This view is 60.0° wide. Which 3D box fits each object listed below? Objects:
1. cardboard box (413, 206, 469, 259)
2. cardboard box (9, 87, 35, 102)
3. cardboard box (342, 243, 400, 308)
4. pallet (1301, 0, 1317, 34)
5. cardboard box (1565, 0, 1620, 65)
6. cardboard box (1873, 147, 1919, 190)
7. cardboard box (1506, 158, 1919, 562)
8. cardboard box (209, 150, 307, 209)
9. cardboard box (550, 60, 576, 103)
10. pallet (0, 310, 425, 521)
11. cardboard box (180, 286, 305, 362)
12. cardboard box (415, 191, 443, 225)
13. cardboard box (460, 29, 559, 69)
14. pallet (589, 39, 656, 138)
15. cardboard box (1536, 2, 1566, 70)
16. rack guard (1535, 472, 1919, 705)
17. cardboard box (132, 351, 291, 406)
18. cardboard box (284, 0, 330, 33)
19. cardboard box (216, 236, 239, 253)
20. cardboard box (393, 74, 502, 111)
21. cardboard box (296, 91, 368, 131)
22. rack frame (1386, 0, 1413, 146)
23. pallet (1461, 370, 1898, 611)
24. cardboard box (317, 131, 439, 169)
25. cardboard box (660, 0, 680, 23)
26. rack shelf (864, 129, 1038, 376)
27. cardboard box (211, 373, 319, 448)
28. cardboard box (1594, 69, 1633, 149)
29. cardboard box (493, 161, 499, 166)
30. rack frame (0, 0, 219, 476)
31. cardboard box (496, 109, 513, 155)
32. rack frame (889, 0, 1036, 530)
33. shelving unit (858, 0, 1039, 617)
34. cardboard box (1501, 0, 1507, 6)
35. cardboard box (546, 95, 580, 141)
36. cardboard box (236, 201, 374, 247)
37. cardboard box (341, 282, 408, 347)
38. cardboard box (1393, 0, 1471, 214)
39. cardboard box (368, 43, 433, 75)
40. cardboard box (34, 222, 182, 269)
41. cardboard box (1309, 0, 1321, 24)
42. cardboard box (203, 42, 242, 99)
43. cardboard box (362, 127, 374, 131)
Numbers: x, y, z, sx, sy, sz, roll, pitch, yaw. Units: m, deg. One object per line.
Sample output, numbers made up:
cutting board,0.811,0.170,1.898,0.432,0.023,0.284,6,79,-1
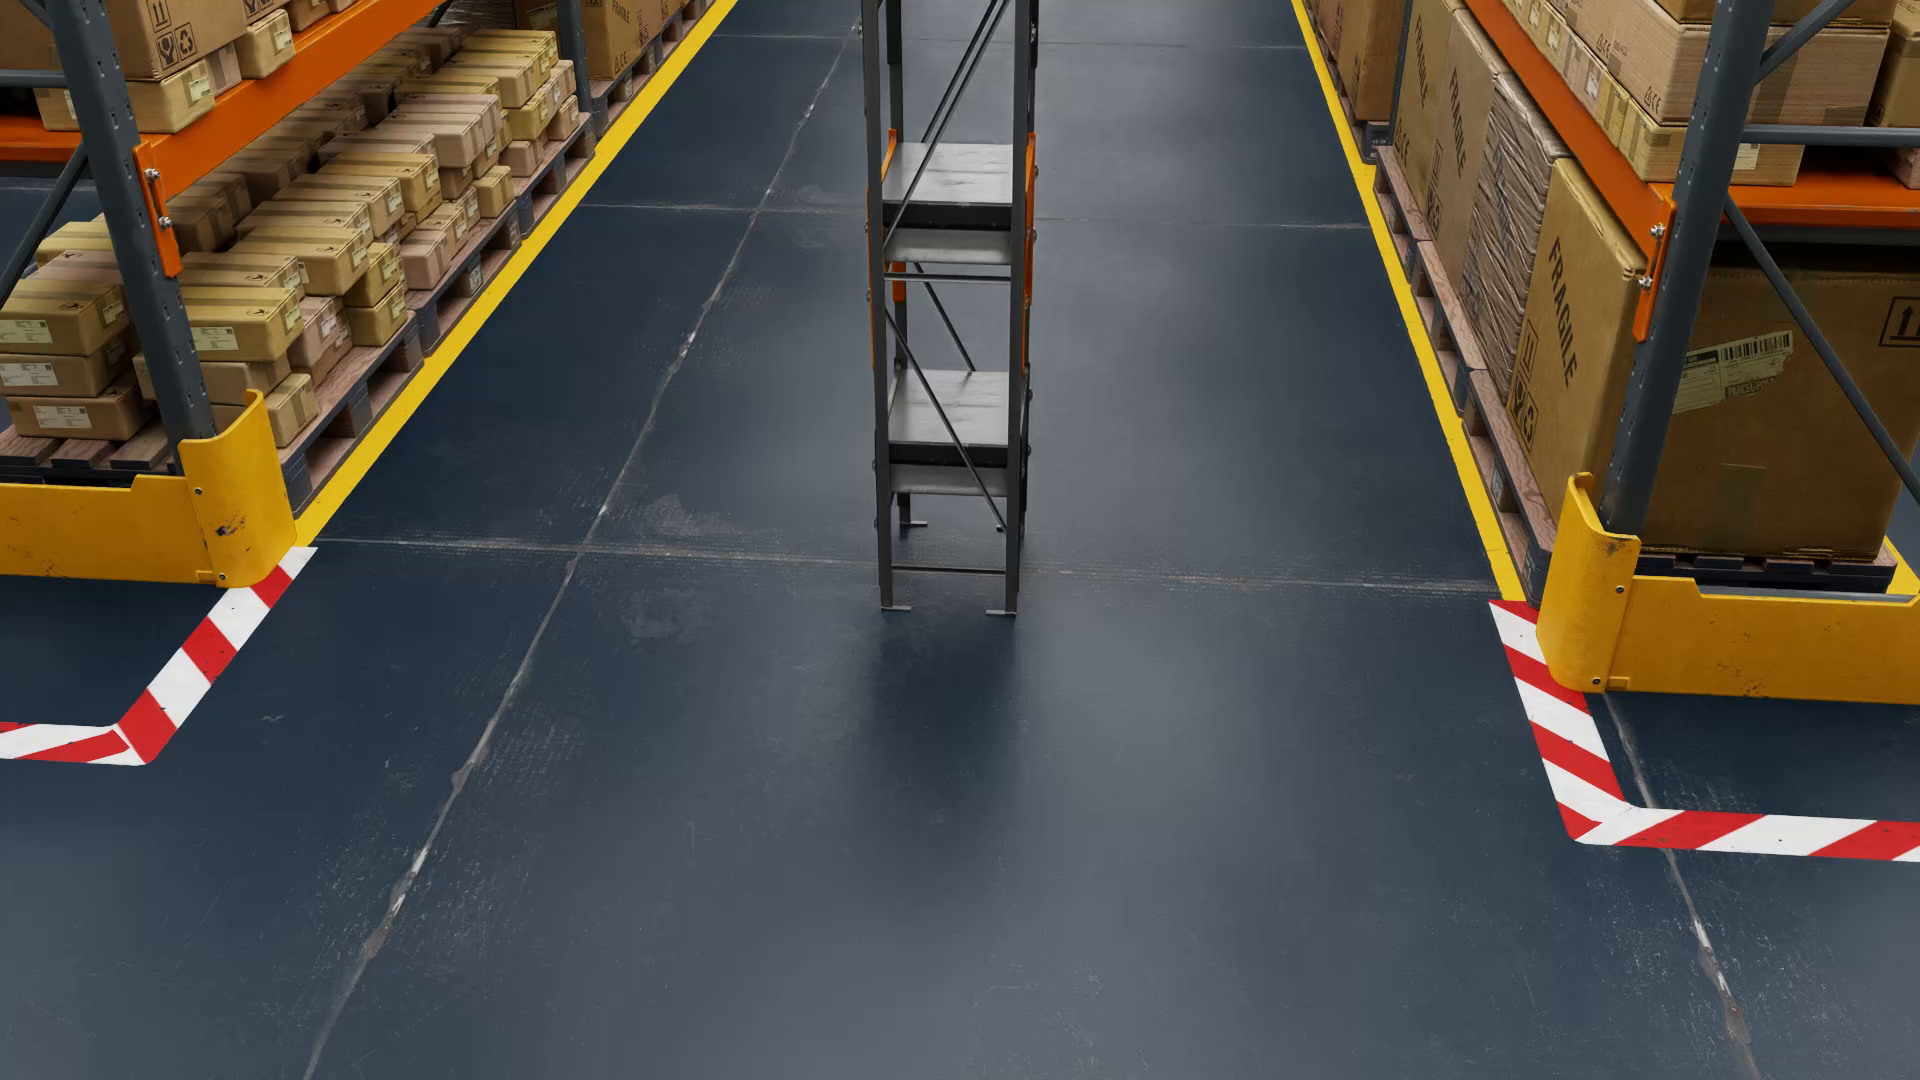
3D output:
cardboard box,-2.219,-1.239,6.718,0.380,0.149,0.250,2,32,4
cardboard box,-2.890,-1.408,4.915,0.380,0.149,0.250,2,32,4
cardboard box,-2.255,-0.961,5.983,0.380,0.149,0.250,3,32,6
pallet,2.754,-3.526,10.770,1.003,0.211,1.213,2,32,4
cardboard box,2.059,-1.532,4.736,0.500,0.250,0.500,2,32,3
cardboard box,2.600,-1.004,4.259,0.380,0.149,0.250,3,32,5
cardboard box,2.215,-0.551,4.910,0.875,0.875,0.875,2,32,4
cardboard box,-2.748,-1.388,6.393,0.380,0.149,0.250,1,32,2
cardboard box,-2.076,-2.209,8.009,0.380,0.149,0.250,3,32,5
pallet,-2.585,-0.480,5.827,1.003,0.211,1.213,2,32,4
cardboard box,-2.312,-0.682,5.247,0.380,0.149,0.250,1,32,2
cardboard box,-2.315,-1.388,6.676,0.380,0.149,0.250,4,32,6
cardboard box,-2.137,-2.317,7.900,0.380,0.149,0.250,3,32,5
pallet,-2.305,-2.515,9.130,1.003,0.211,1.213,2,32,4
cardboard box,2.025,-1.566,5.172,0.380,0.149,0.250,2,32,3
rack guard,2.240,0.138,4.550,1.175,0.500,0.348,2,32,4
cardboard box,-2.394,-0.558,5.331,0.380,0.149,0.250,4,32,6
cardboard box,-2.354,-1.808,5.563,0.380,0.149,0.250,2,32,3
cardboard box,-2.769,-0.992,6.033,0.380,0.149,0.250,2,32,3
cardboard box,-2.230,-1.918,7.254,0.380,0.149,0.250,3,32,6
cardboard box,-2.755,-1.800,7.061,0.380,0.149,0.250,3,32,5
rack frame,2.568,-3.031,7.309,1.000,3.000,0.127,2,32,4
pallet,2.229,-0.173,5.330,1.003,0.211,1.213,2,32,4
cardboard box,-2.299,-1.506,6.585,0.380,0.149,0.250,3,32,4
cardboard box,-1.972,-3.336,9.787,0.500,0.500,0.500,3,32,5
rack shelf,-0.013,-0.796,4.566,0.431,0.518,0.480,2,32,4
cardboard box,-2.331,-0.429,5.404,0.380,0.149,0.250,3,32,5
cardboard box,1.963,-1.168,4.526,0.380,0.149,0.250,3,32,4
cardboard box,-2.264,-1.635,7.361,0.380,0.149,0.250,2,32,3
rack frame,-2.693,-1.204,4.344,1.000,3.000,0.127,2,32,4
cardboard box,-2.208,-1.799,7.344,0.380,0.149,0.250,3,32,4
rack frame,0.006,-0.935,4.766,0.400,2.100,0.015,2,32,4
shelving unit,-0.013,-0.807,4.559,0.431,2.100,0.503,2,32,4
cardboard box,2.087,-1.968,5.824,0.380,0.149,0.250,2,32,3
cardboard box,-2.060,-2.041,8.020,0.380,0.149,0.250,3,32,5
cardboard box,-2.323,-1.090,5.910,0.380,0.149,0.250,1,32,2
cardboard box,-2.248,-0.829,6.053,0.380,0.149,0.250,3,32,5
cardboard box,2.435,-1.963,7.201,0.875,0.875,0.875,2,32,4
cardboard box,-2.683,-2.201,7.712,0.380,0.149,0.250,4,32,6
cardboard box,-2.930,-0.980,5.730,0.380,0.149,0.250,2,32,3
cardboard box,2.736,-3.571,9.810,1.225,0.875,0.875,3,32,4
cardboard box,-2.360,-1.387,4.881,0.380,0.149,0.250,4,32,6
cardboard box,-2.701,-1.662,7.122,0.380,0.149,0.250,4,32,6
